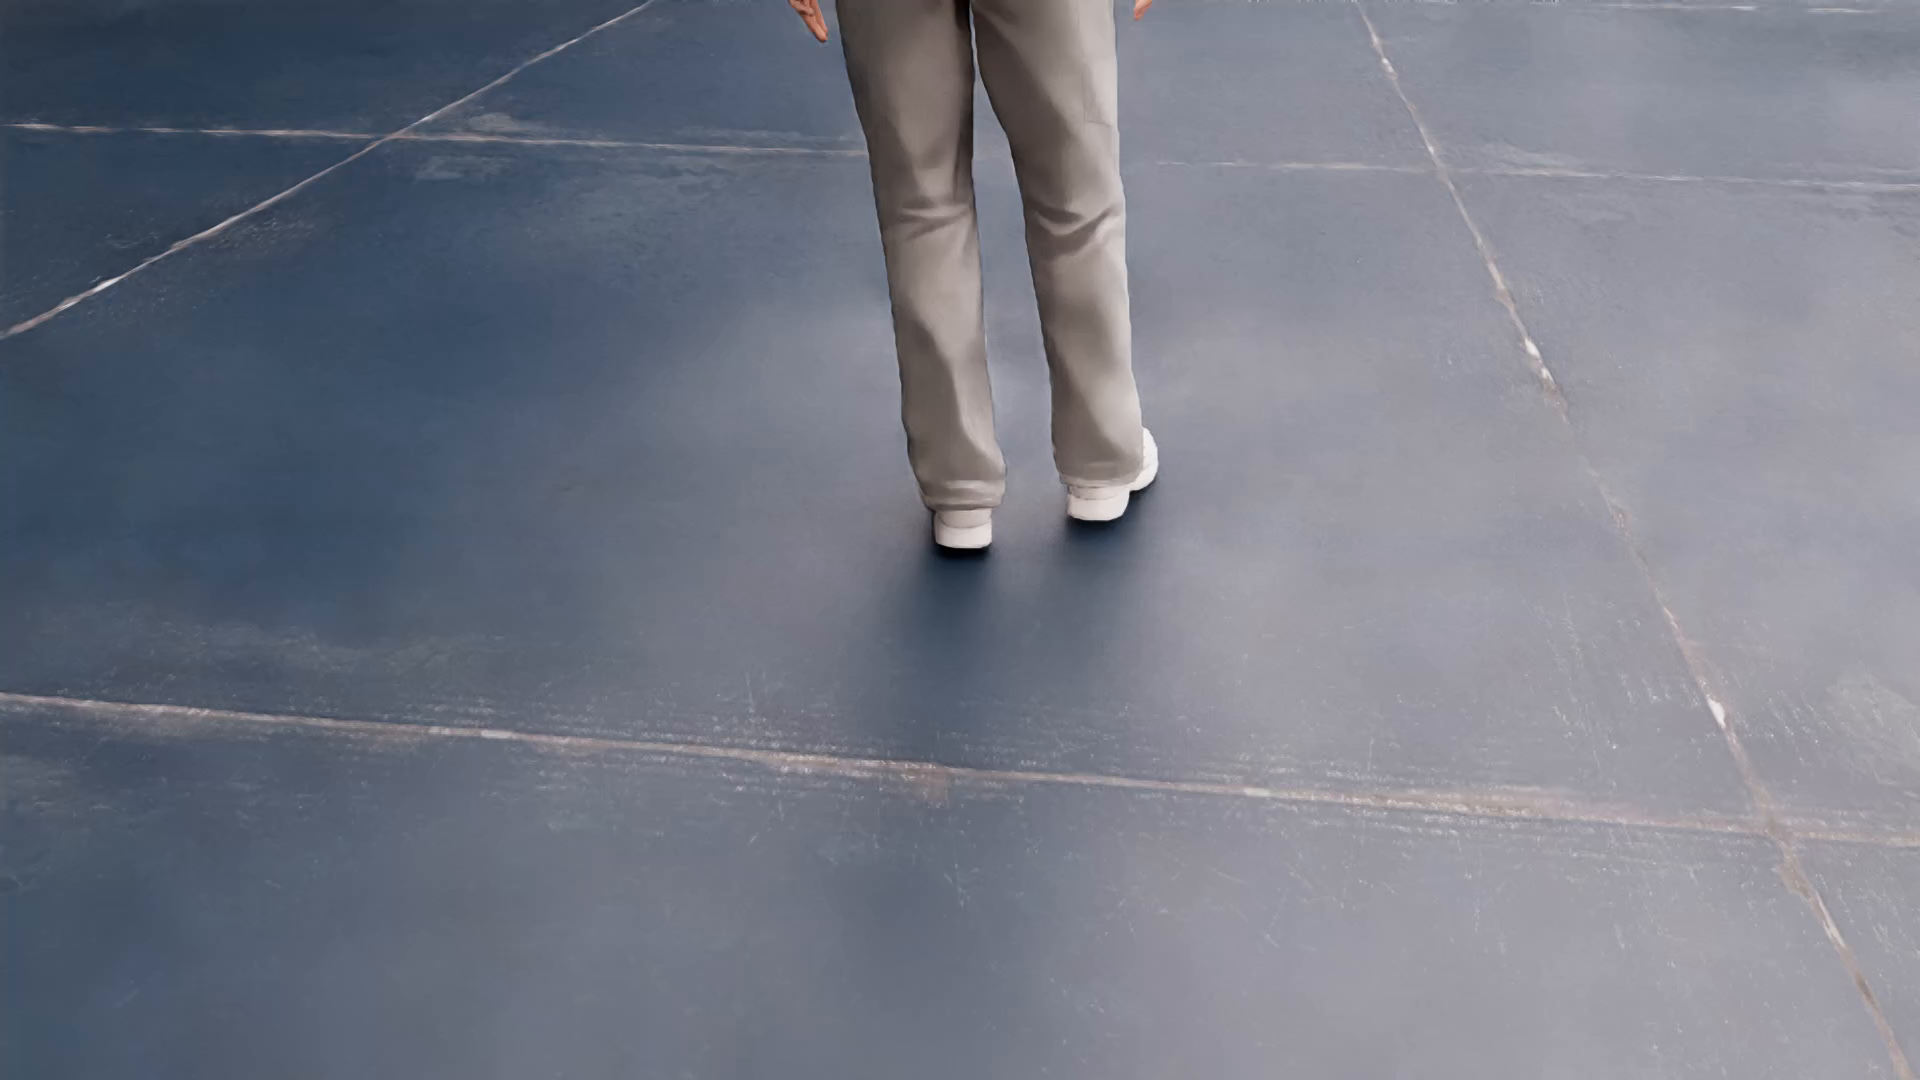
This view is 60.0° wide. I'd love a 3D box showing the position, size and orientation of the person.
[{"bbox_3d":[0.025,-0.793,2.197,0.550,1.674,0.526,3,27,7],"label":"person"}]
